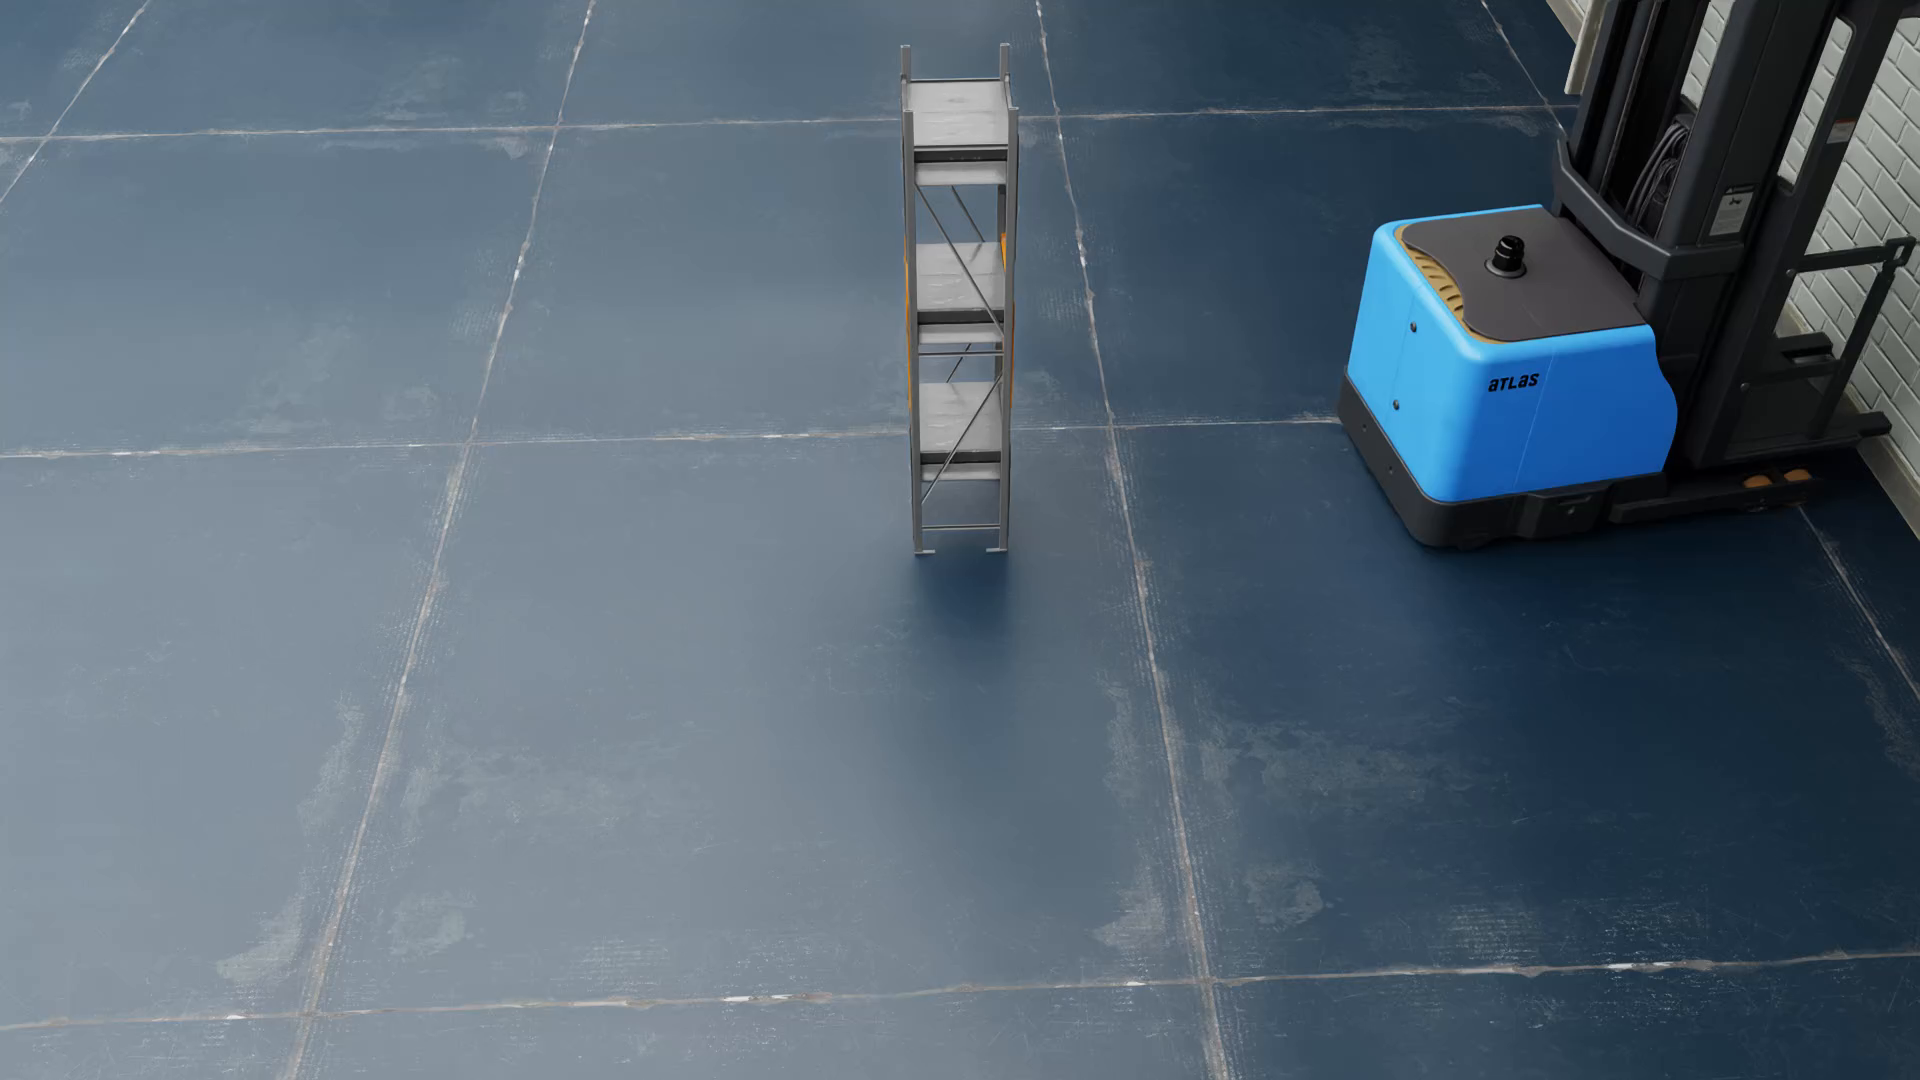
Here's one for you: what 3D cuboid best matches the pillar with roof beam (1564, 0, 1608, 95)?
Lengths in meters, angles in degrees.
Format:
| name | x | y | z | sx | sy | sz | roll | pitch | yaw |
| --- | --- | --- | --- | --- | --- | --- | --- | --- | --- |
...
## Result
| name | x | y | z | sx | sy | sz | roll | pitch | yaw |
| --- | --- | --- | --- | --- | --- | --- | --- | --- | --- |
| pillar with roof beam | -0.404 | -5.848 | 6.971 | 9.100 | 9.000 | 0.400 | -2 | 43 | -2 |

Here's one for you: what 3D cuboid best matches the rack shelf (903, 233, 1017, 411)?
| name | x | y | z | sx | sy | sz | roll | pitch | yaw |
| --- | --- | --- | --- | --- | --- | --- | --- | --- | --- |
| rack shelf | -0.007 | -0.876 | 6.672 | 0.431 | 0.518 | 0.480 | -2 | 43 | -2 |

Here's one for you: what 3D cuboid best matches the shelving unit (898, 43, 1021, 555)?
| name | x | y | z | sx | sy | sz | roll | pitch | yaw |
| --- | --- | --- | --- | --- | --- | --- | --- | --- | --- |
| shelving unit | -0.007 | -0.886 | 6.662 | 0.431 | 2.100 | 0.503 | -2 | 43 | -2 |

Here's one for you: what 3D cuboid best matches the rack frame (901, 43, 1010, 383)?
| name | x | y | z | sx | sy | sz | roll | pitch | yaw |
| --- | --- | --- | --- | --- | --- | --- | --- | --- | --- |
| rack frame | -0.017 | -1.051 | 6.842 | 0.400 | 2.100 | 0.015 | -2 | 43 | -2 |

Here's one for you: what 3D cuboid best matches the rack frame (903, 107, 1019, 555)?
| name | x | y | z | sx | sy | sz | roll | pitch | yaw |
| --- | --- | --- | --- | --- | --- | --- | --- | --- | --- |
| rack frame | 0.003 | -0.721 | 6.483 | 0.400 | 2.100 | 0.015 | -2 | 43 | -2 |

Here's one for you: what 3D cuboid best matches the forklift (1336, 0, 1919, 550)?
| name | x | y | z | sx | sy | sz | roll | pitch | yaw |
| --- | --- | --- | --- | --- | --- | --- | --- | --- | --- |
| forklift | 3.335 | -1.546 | 6.768 | 3.031 | 2.935 | 1.130 | -8 | 43 | -9 |

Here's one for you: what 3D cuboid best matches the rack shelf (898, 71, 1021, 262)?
| name | x | y | z | sx | sy | sz | roll | pitch | yaw |
| --- | --- | --- | --- | --- | --- | --- | --- | --- | --- |
| rack shelf | -0.007 | -1.392 | 6.199 | 0.431 | 0.518 | 0.480 | -2 | 43 | -2 |

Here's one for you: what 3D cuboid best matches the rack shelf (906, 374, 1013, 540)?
| name | x | y | z | sx | sy | sz | roll | pitch | yaw |
| --- | --- | --- | --- | --- | --- | --- | --- | --- | --- |
| rack shelf | -0.007 | -0.360 | 7.145 | 0.431 | 0.518 | 0.480 | -2 | 43 | -2 |
